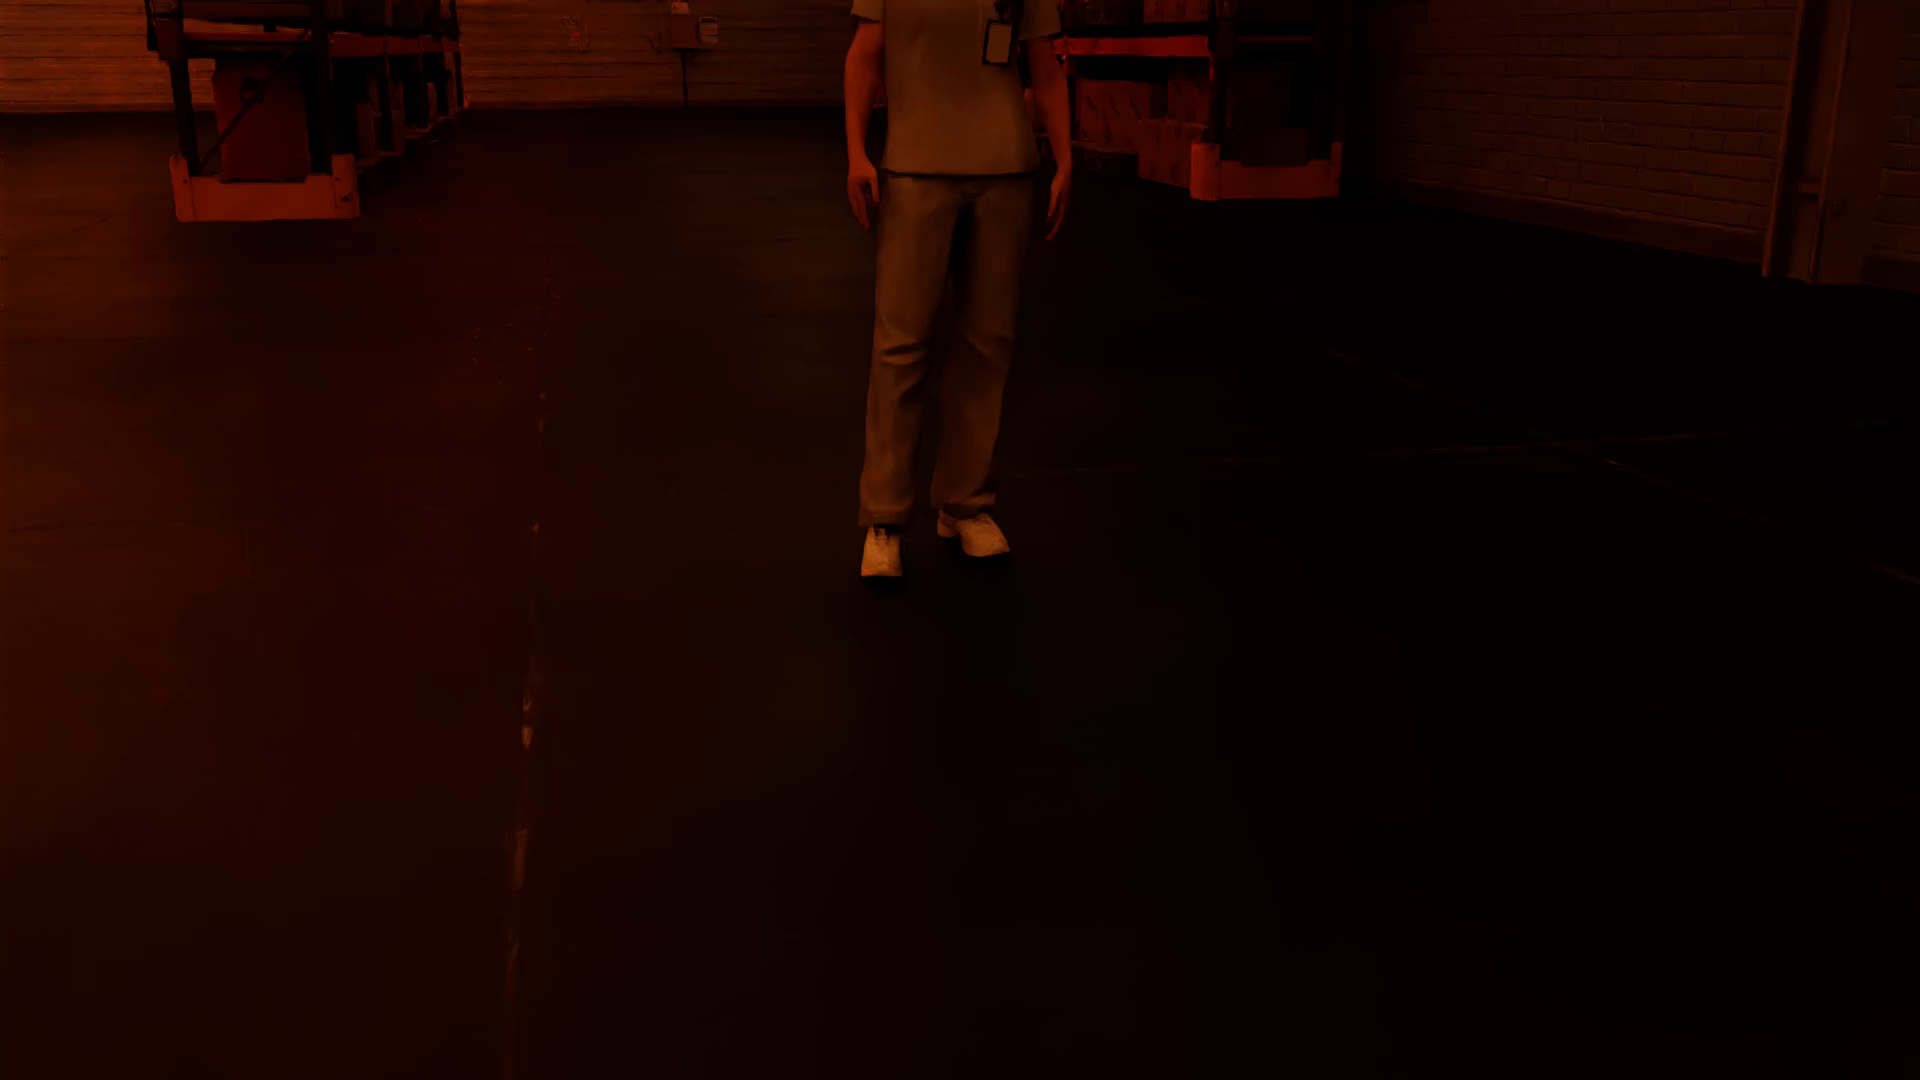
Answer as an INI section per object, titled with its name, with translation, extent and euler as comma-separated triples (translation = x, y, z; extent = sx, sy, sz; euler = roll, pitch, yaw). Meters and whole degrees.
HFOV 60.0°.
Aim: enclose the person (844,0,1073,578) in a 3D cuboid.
[person]
translation = 0.004, -0.789, 3.703
extent = 0.550, 1.674, 0.548
euler = -4, 17, -12
